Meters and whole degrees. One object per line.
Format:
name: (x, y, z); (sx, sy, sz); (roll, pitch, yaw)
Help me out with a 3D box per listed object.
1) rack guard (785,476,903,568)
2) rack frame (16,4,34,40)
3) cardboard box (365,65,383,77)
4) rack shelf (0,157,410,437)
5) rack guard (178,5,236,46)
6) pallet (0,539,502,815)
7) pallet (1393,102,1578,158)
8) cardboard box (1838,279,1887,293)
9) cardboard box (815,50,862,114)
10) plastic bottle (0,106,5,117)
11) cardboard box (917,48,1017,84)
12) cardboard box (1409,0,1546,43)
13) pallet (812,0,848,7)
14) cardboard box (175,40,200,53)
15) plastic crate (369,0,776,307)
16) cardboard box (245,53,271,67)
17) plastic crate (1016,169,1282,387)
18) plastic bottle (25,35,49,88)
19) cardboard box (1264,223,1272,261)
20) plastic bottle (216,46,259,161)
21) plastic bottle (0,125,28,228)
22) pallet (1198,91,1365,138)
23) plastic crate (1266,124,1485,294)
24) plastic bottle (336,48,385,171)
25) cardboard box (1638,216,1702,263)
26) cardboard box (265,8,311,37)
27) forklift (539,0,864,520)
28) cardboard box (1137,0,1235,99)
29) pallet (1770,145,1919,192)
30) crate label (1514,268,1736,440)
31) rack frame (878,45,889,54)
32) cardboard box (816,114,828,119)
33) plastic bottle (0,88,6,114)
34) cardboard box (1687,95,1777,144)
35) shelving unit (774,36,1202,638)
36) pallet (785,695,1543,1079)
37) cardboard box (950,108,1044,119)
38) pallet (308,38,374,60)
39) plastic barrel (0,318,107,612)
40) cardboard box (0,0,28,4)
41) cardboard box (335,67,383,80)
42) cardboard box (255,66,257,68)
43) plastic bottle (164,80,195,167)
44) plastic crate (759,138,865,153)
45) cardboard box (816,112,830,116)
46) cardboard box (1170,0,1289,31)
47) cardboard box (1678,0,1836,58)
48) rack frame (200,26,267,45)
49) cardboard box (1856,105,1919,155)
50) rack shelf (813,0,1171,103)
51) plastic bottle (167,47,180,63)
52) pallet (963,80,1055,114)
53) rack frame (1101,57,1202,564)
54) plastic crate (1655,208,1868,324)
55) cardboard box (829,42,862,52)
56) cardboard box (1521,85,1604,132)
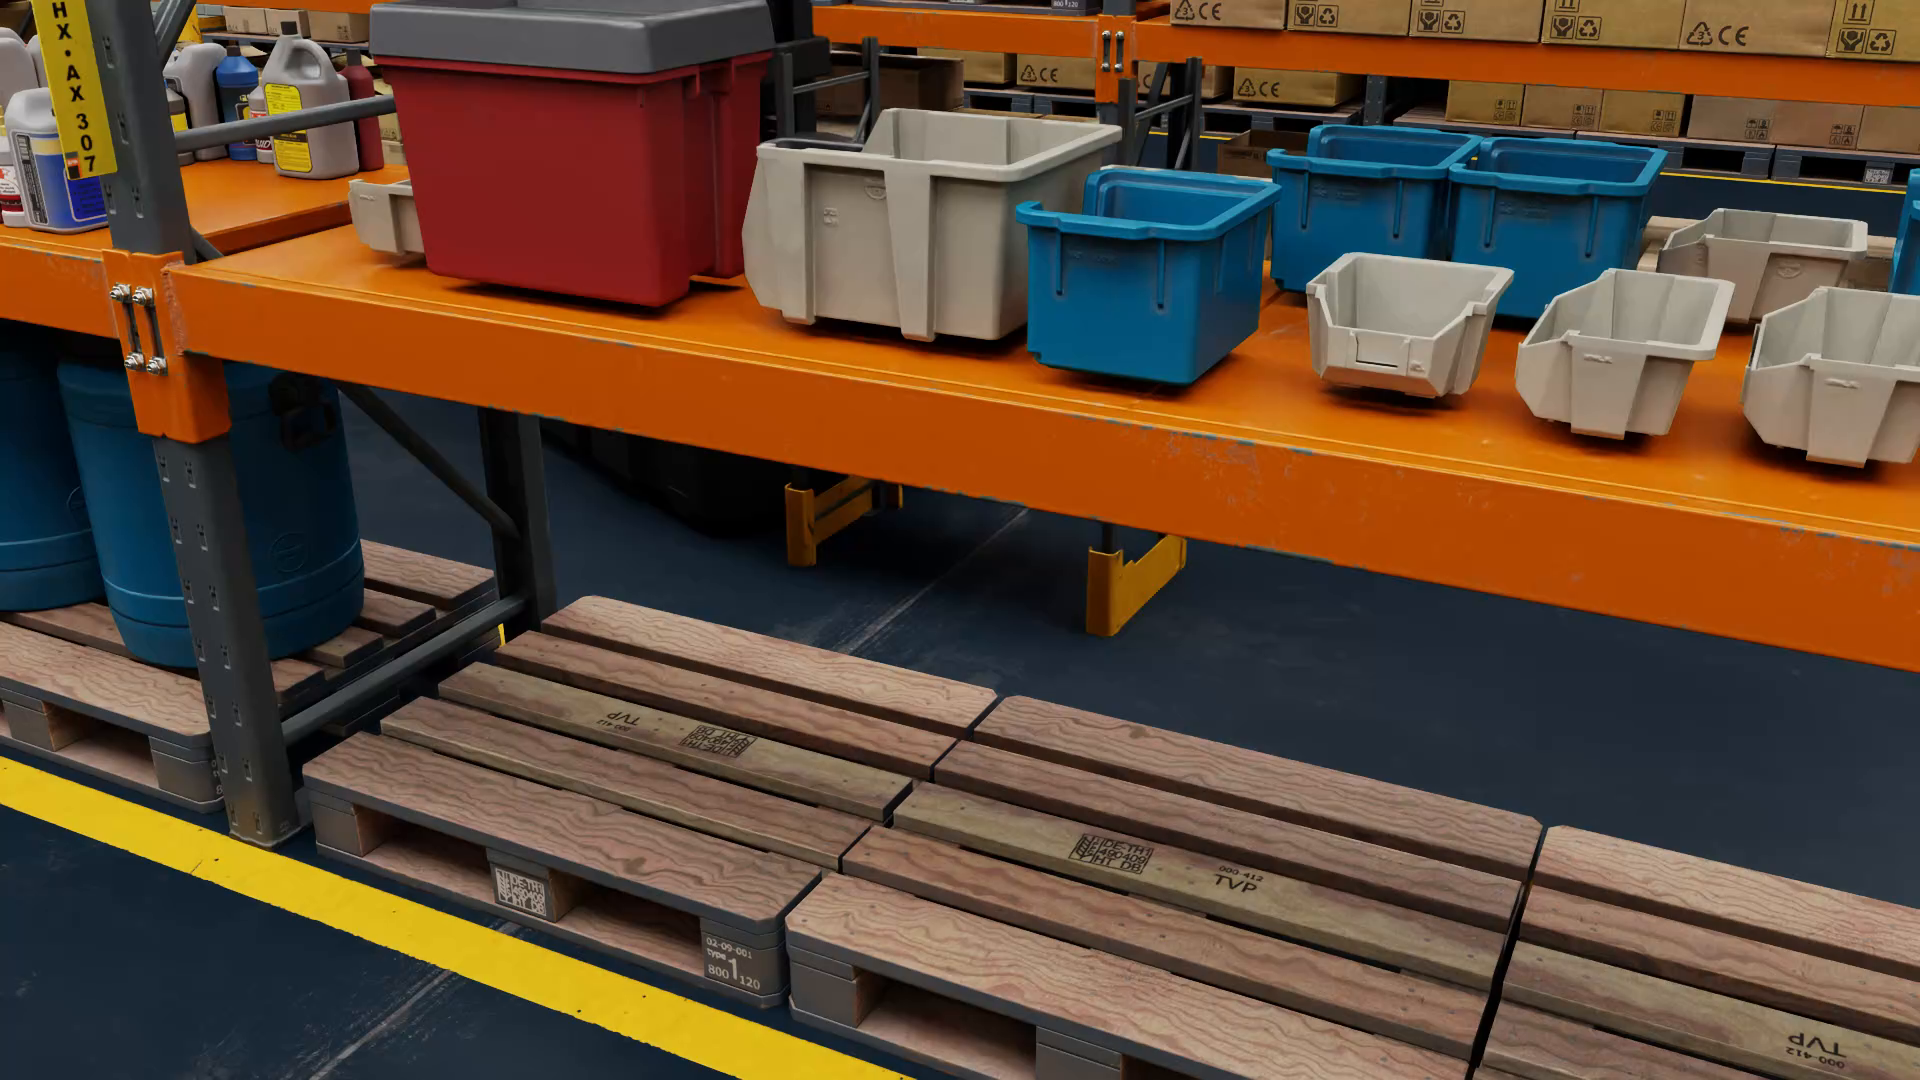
rack guard: (-0.357, -0.135, 5.247); (0.087, 0.250, 0.587); (12, 26, 26)
rack frame: (-6.240, -4.023, 10.878); (0.127, 3.000, 1.000); (11, 25, 25)
cardboard box: (-3.477, -2.788, 10.233); (0.500, 0.311, 0.500); (11, 25, 23)
rack shelf: (-3.123, -0.903, 4.461); (4.000, 0.370, 1.077); (11, 25, 25)
rack guard: (-7.510, -5.297, 17.066); (0.348, 0.500, 1.175); (11, 25, 25)
pallet: (-2.008, 0.251, 4.390); (1.213, 0.211, 1.003); (11, 25, 25)
pallet: (3.775, -2.897, 11.791); (1.213, 0.211, 1.003); (11, 25, 25)
cardboard box: (3.552, -0.916, 6.629); (0.250, 0.166, 0.380); (11, 25, 25)
cardboard box: (-0.762, -2.443, 8.836); (0.500, 0.250, 0.500); (11, 25, 24)
plastic bottle: (-2.122, -0.858, 3.688); (0.097, 0.201, 0.097); (0, 23, 0)
cardboard box: (0.159, -4.076, 13.212); (0.750, 0.750, 0.750); (11, 25, 24)
cardboard box: (2.136, -2.293, 6.681); (0.500, 0.500, 0.500); (11, 25, 24)
pallet: (-0.932, -2.887, 8.451); (1.213, 0.211, 1.003); (11, 25, 25)
cardboard box: (-5.282, -3.148, 11.080); (0.500, 0.311, 0.500); (12, 26, 26)
plastic crate: (-0.655, -0.693, 2.889); (0.583, 0.464, 0.402); (11, 25, 25)
cardboard box: (-4.391, -2.969, 10.659); (0.500, 0.311, 0.500); (11, 25, 24)
plastic crate: (0.283, -0.399, 2.492); (0.300, 0.233, 0.416); (11, 25, 25)
plastic bottle: (-2.406, -1.203, 4.403); (0.135, 0.276, 0.152); (11, 25, 25)
cardboard box: (1.177, -1.426, 7.644); (0.500, 0.311, 0.500); (11, 25, 25)
plastic bottle: (-1.790, -1.091, 4.146); (0.097, 0.271, 0.097); (0, 23, 0)
plastic bottle: (-1.952, -0.757, 3.452); (0.097, 0.201, 0.097); (0, 23, 0)
pallet: (2.409, -3.168, 12.430); (1.213, 0.211, 1.003); (11, 25, 25)
plastic crate: (0.717, -0.570, 2.894); (0.300, 0.233, 0.416); (11, 25, 25)
plastic bottle: (-1.473, -1.041, 4.015); (0.133, 0.283, 0.061); (11, 25, 25)
cardboard box: (3.220, -1.213, 7.221); (0.500, 0.250, 0.500); (11, 25, 25)
cardboard box: (-6.492, -5.171, 16.450); (0.500, 0.311, 0.500); (14, 27, 29)
forklift: (-1.263, -1.921, 6.021); (1.130, 2.935, 3.031); (-17, 28, -34)
cardboard box: (1.698, -3.771, 12.494); (0.750, 0.750, 0.750); (12, 26, 26)
pallet: (5.952, -2.466, 10.778); (1.213, 0.211, 1.003); (11, 25, 25)
crate label: (0.910, -0.259, 2.286); (0.243, 0.136, 0.396); (11, 25, 25)
rack frame: (-0.438, -5.048, 13.286); (0.127, 3.000, 1.000); (11, 25, 25)
cardboard box: (-1.009, -1.918, 8.558); (0.500, 0.500, 0.500); (10, 25, 23)
plastic bottle: (-2.241, -0.957, 3.730); (0.185, 0.351, 0.144); (11, 25, 25)
cardboard box: (5.136, -2.944, 10.996); (0.500, 0.500, 0.700); (10, 25, 23)
shelving unit: (0.081, -0.617, 4.784); (1.083, 1.500, 0.587); (12, 26, 26)
pallet: (0.428, 0.733, 3.256); (1.213, 0.211, 1.003); (11, 25, 25)
cardboard box: (0.097, -1.924, 8.572); (0.500, 0.500, 0.500); (12, 26, 25)
pallet: (-5.716, -4.792, 16.248); (1.213, 0.211, 1.003); (11, 25, 25)
plastic barrel: (-2.448, -0.336, 4.352); (0.708, 0.901, 0.600); (11, 25, 25)
cardboard box: (-6.962, -3.573, 11.837); (0.500, 0.500, 0.500); (11, 25, 25)
cardboard box: (-3.715, -2.599, 9.789); (0.500, 0.311, 0.500); (11, 25, 24)
cardboard box: (-4.611, -2.778, 10.210); (0.500, 0.311, 0.500); (12, 26, 26)
plastic bottle: (-1.946, -1.022, 4.075); (0.097, 0.201, 0.097); (0, 23, 0)
plastic crate: (-0.218, -0.678, 3.287); (0.590, 0.125, 0.437); (11, 25, 25)
cardboard box: (-0.796, -2.104, 8.996); (0.500, 0.500, 0.500); (10, 25, 23)
cardboard box: (1.232, -2.471, 7.101); (0.500, 0.500, 0.500); (12, 26, 26)
cardboard box: (3.040, -2.115, 6.262); (0.500, 0.500, 0.500); (11, 26, 25)
rack frame: (-7.577, -6.460, 16.608); (0.127, 3.000, 1.000); (11, 25, 25)
cardboard box: (6.031, -2.767, 10.580); (0.500, 0.500, 0.700); (11, 25, 25)
rack shelf: (-0.885, -2.633, 8.527); (4.000, 0.370, 1.077); (11, 25, 25)
plastic bottle: (-1.997, -1.132, 4.242); (0.097, 0.271, 0.097); (0, 23, 0)
pallet: (0.232, -3.599, 13.443); (1.213, 0.211, 1.003); (11, 25, 25)
rack frame: (0.520, -0.524, 4.566); (0.032, 1.500, 0.500); (12, 26, 26)
plastic crate: (1.305, -0.445, 2.724); (0.298, 0.136, 0.250); (11, 25, 25)
cardboard box: (-1.104, -4.209, 13.946); (0.500, 0.500, 0.700); (12, 26, 25)
cardboard box: (4.200, -3.127, 11.427); (0.500, 0.500, 0.700); (11, 25, 24)
